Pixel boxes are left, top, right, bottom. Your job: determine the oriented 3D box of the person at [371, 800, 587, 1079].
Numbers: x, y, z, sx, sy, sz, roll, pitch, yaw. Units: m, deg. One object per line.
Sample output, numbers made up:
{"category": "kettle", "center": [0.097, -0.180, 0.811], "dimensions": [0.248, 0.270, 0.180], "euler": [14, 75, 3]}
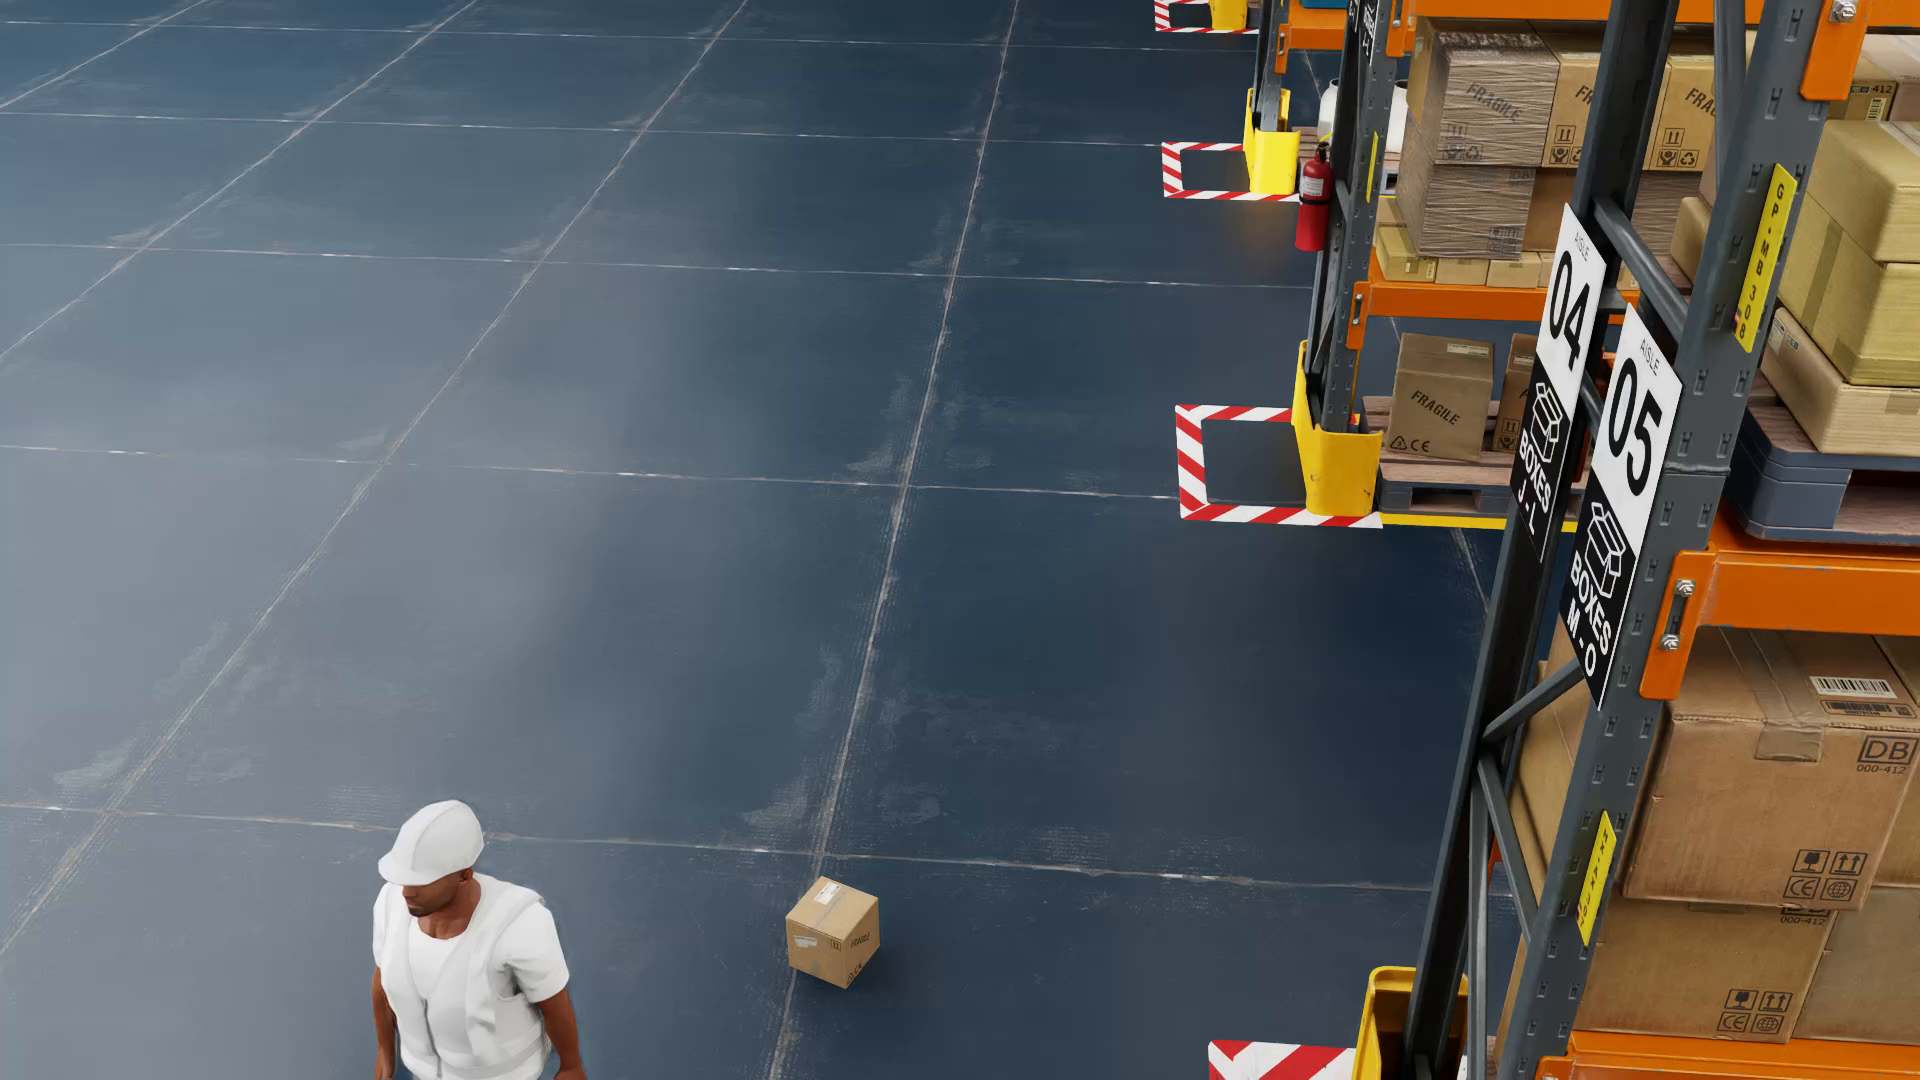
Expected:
{"category": "person", "center": [-1.379, 1.501, 4.680], "dimensions": [0.610, 1.810, 0.490], "euler": [13, 34, 20]}
